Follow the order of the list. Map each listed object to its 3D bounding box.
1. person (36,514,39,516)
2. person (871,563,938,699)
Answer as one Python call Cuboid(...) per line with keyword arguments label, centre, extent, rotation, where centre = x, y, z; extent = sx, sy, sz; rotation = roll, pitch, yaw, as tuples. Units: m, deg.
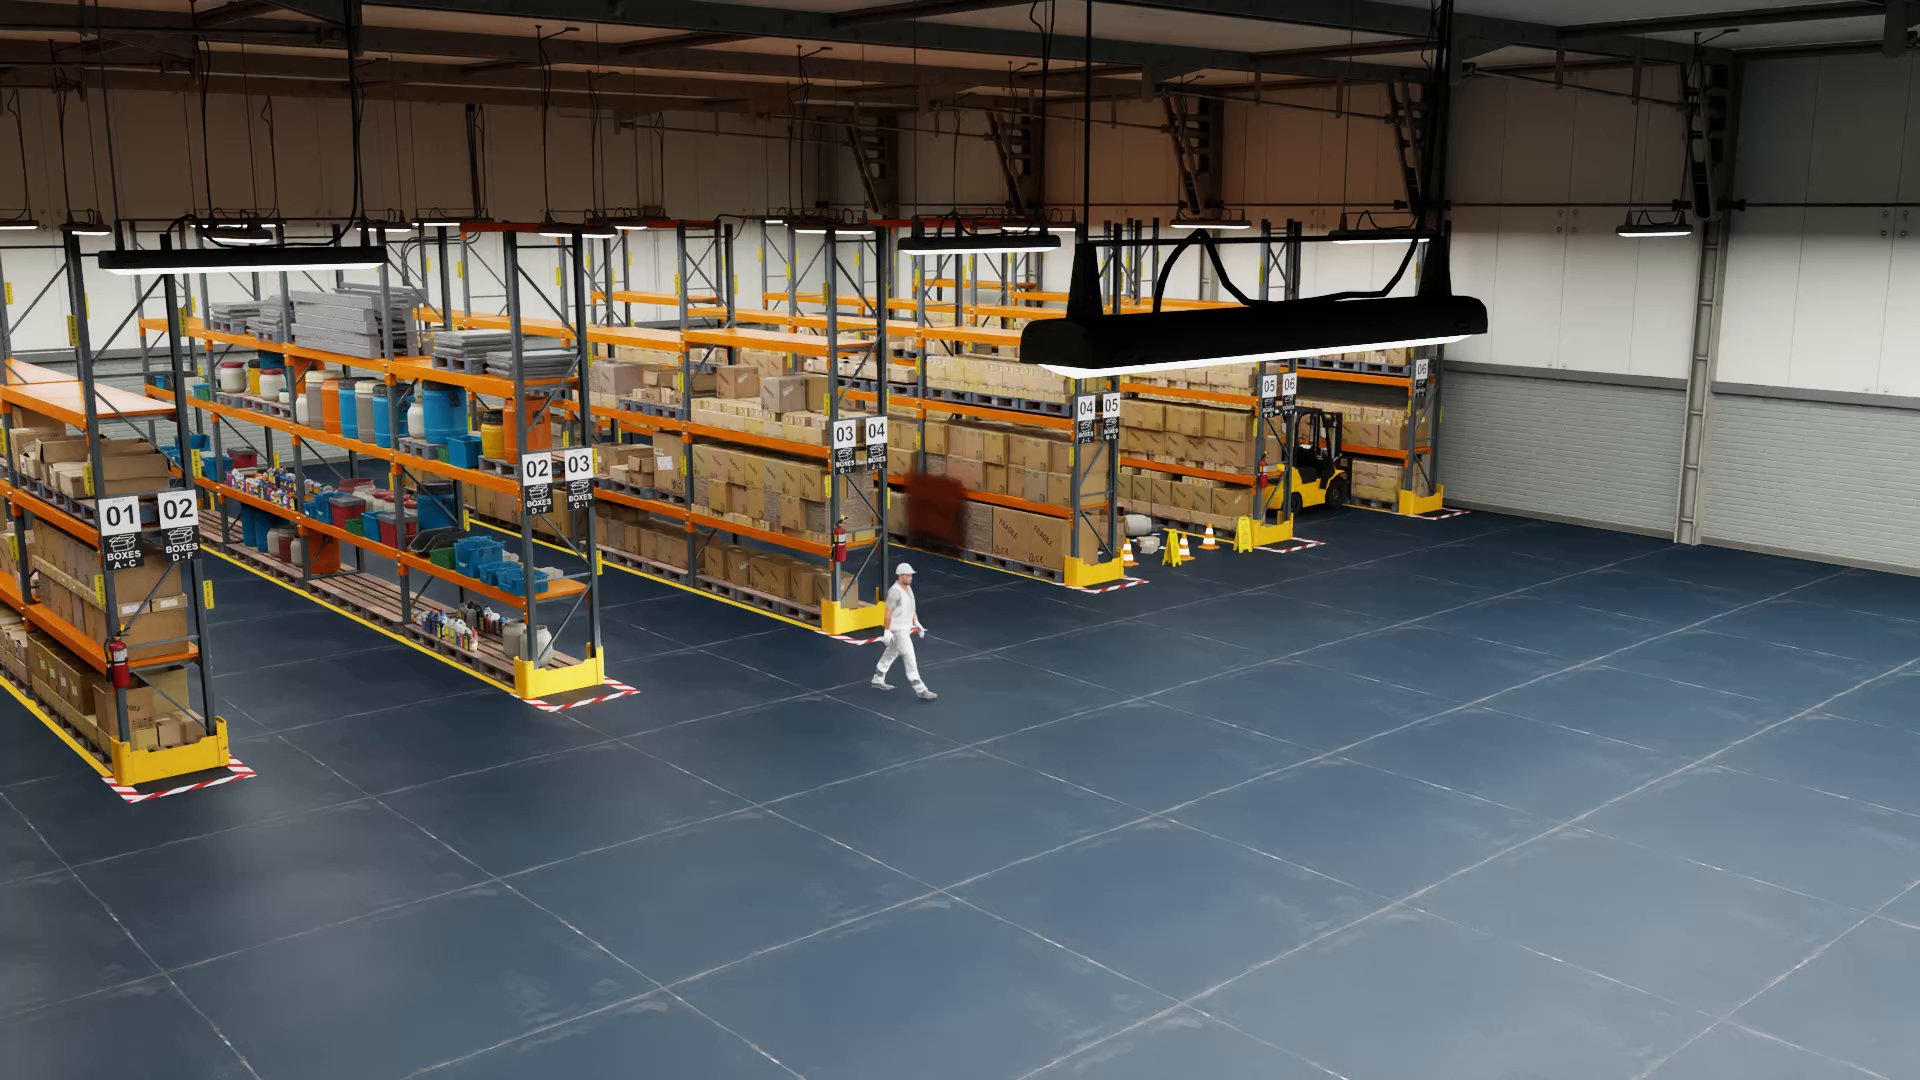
Cuboid(label="person", centre=(-15.864, -0.265, 28.997), extent=(0.492, 1.659, 0.459), rotation=(1, 11, 4))
Cuboid(label="person", centre=(-0.710, 1.151, 21.623), extent=(0.995, 1.729, 0.561), rotation=(3, 12, 16))
